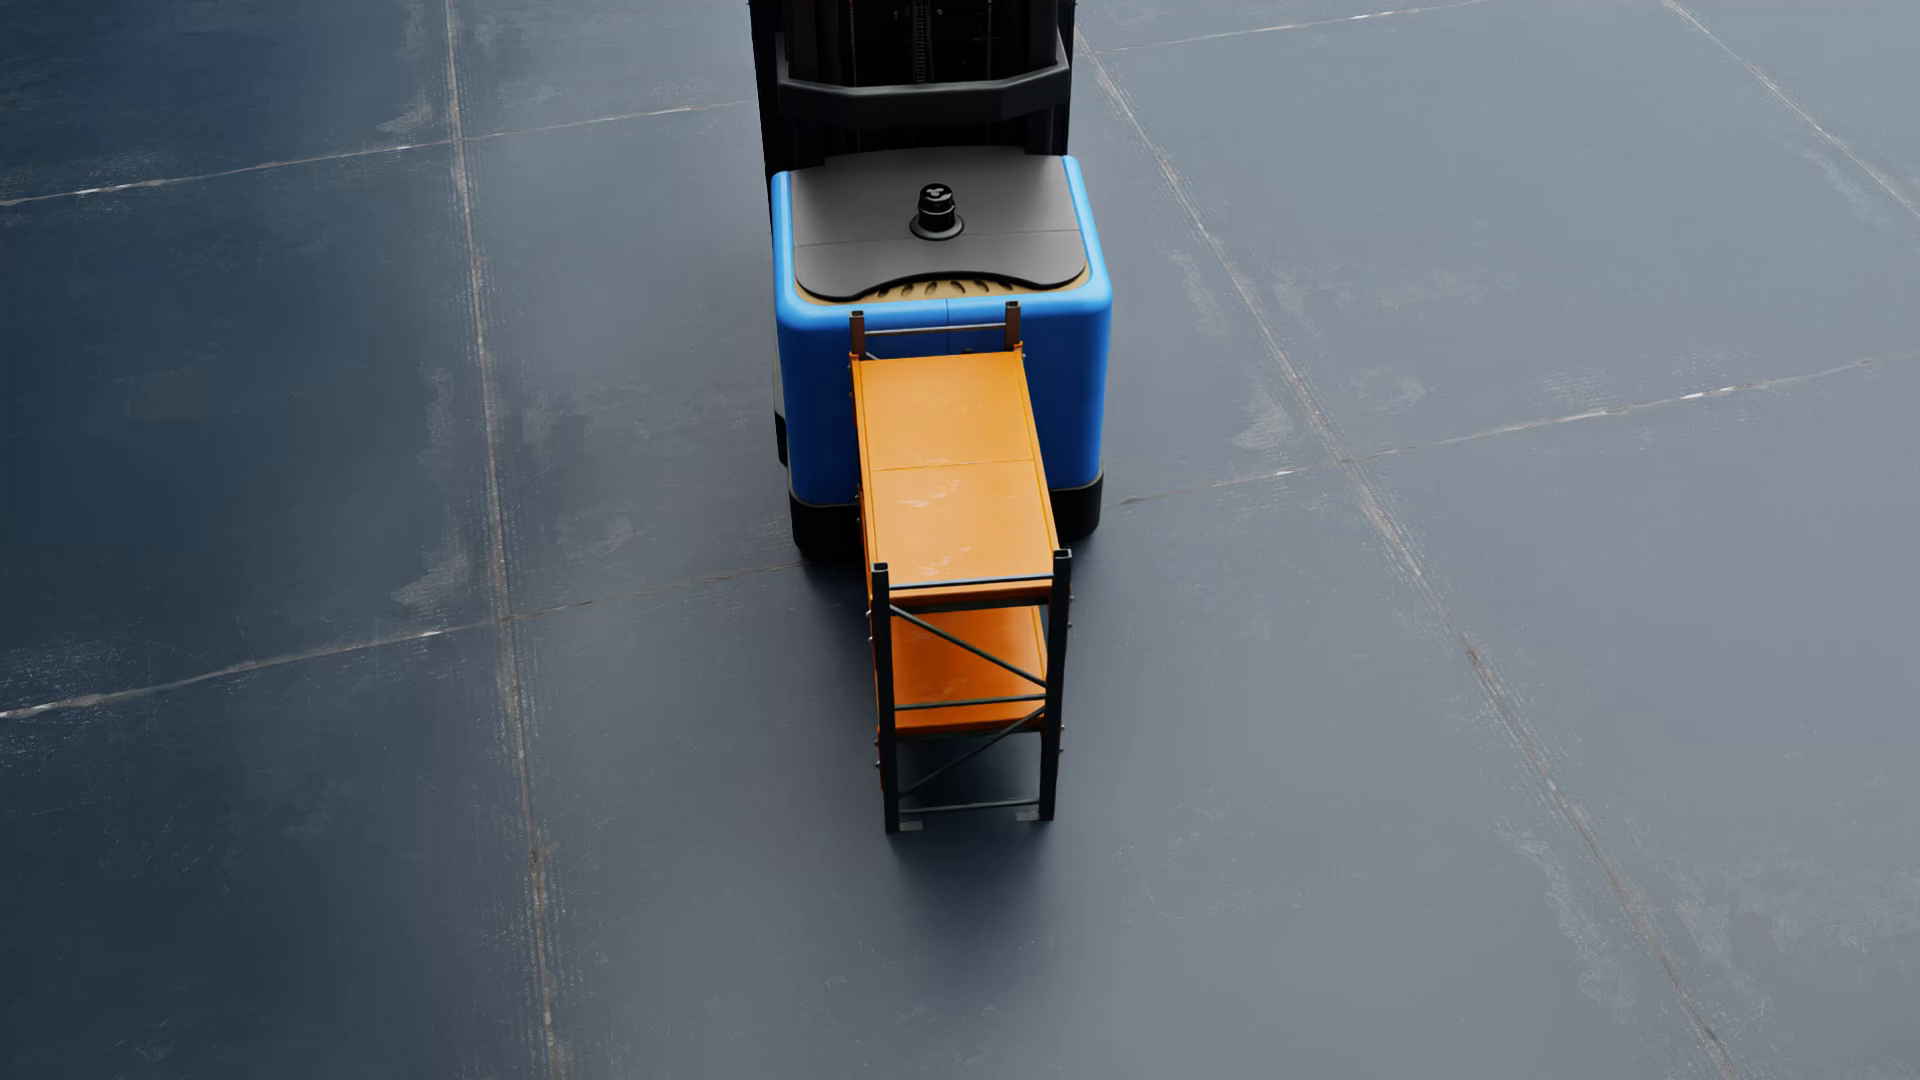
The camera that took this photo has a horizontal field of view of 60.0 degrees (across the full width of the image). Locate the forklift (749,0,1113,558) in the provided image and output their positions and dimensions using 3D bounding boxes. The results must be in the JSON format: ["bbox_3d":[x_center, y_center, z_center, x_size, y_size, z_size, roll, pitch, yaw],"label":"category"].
[{"bbox_3d":[-0.183,-2.021,5.679,1.130,2.935,3.031,-4,46,-4],"label":"forklift"}]

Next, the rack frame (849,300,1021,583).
[{"bbox_3d":[-0.072,-0.279,5.236,0.500,1.125,0.032,-4,46,-4],"label":"rack frame"}]

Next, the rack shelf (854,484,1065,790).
[{"bbox_3d":[-0.022,0.253,5.056,0.538,0.278,1.000,-4,46,-4],"label":"rack shelf"}]

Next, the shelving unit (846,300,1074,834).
[{"bbox_3d":[-0.022,0.082,4.882,0.538,1.125,1.048,-4,46,-4],"label":"shelving unit"}]

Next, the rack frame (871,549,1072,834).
[{"bbox_3d":[0.029,0.444,4.528,0.500,1.125,0.032,-4,46,-4],"label":"rack frame"}]

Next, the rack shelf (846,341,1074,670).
[{"bbox_3d":[-0.022,-0.123,4.673,0.538,0.278,1.000,-4,46,-4],"label":"rack shelf"}]
